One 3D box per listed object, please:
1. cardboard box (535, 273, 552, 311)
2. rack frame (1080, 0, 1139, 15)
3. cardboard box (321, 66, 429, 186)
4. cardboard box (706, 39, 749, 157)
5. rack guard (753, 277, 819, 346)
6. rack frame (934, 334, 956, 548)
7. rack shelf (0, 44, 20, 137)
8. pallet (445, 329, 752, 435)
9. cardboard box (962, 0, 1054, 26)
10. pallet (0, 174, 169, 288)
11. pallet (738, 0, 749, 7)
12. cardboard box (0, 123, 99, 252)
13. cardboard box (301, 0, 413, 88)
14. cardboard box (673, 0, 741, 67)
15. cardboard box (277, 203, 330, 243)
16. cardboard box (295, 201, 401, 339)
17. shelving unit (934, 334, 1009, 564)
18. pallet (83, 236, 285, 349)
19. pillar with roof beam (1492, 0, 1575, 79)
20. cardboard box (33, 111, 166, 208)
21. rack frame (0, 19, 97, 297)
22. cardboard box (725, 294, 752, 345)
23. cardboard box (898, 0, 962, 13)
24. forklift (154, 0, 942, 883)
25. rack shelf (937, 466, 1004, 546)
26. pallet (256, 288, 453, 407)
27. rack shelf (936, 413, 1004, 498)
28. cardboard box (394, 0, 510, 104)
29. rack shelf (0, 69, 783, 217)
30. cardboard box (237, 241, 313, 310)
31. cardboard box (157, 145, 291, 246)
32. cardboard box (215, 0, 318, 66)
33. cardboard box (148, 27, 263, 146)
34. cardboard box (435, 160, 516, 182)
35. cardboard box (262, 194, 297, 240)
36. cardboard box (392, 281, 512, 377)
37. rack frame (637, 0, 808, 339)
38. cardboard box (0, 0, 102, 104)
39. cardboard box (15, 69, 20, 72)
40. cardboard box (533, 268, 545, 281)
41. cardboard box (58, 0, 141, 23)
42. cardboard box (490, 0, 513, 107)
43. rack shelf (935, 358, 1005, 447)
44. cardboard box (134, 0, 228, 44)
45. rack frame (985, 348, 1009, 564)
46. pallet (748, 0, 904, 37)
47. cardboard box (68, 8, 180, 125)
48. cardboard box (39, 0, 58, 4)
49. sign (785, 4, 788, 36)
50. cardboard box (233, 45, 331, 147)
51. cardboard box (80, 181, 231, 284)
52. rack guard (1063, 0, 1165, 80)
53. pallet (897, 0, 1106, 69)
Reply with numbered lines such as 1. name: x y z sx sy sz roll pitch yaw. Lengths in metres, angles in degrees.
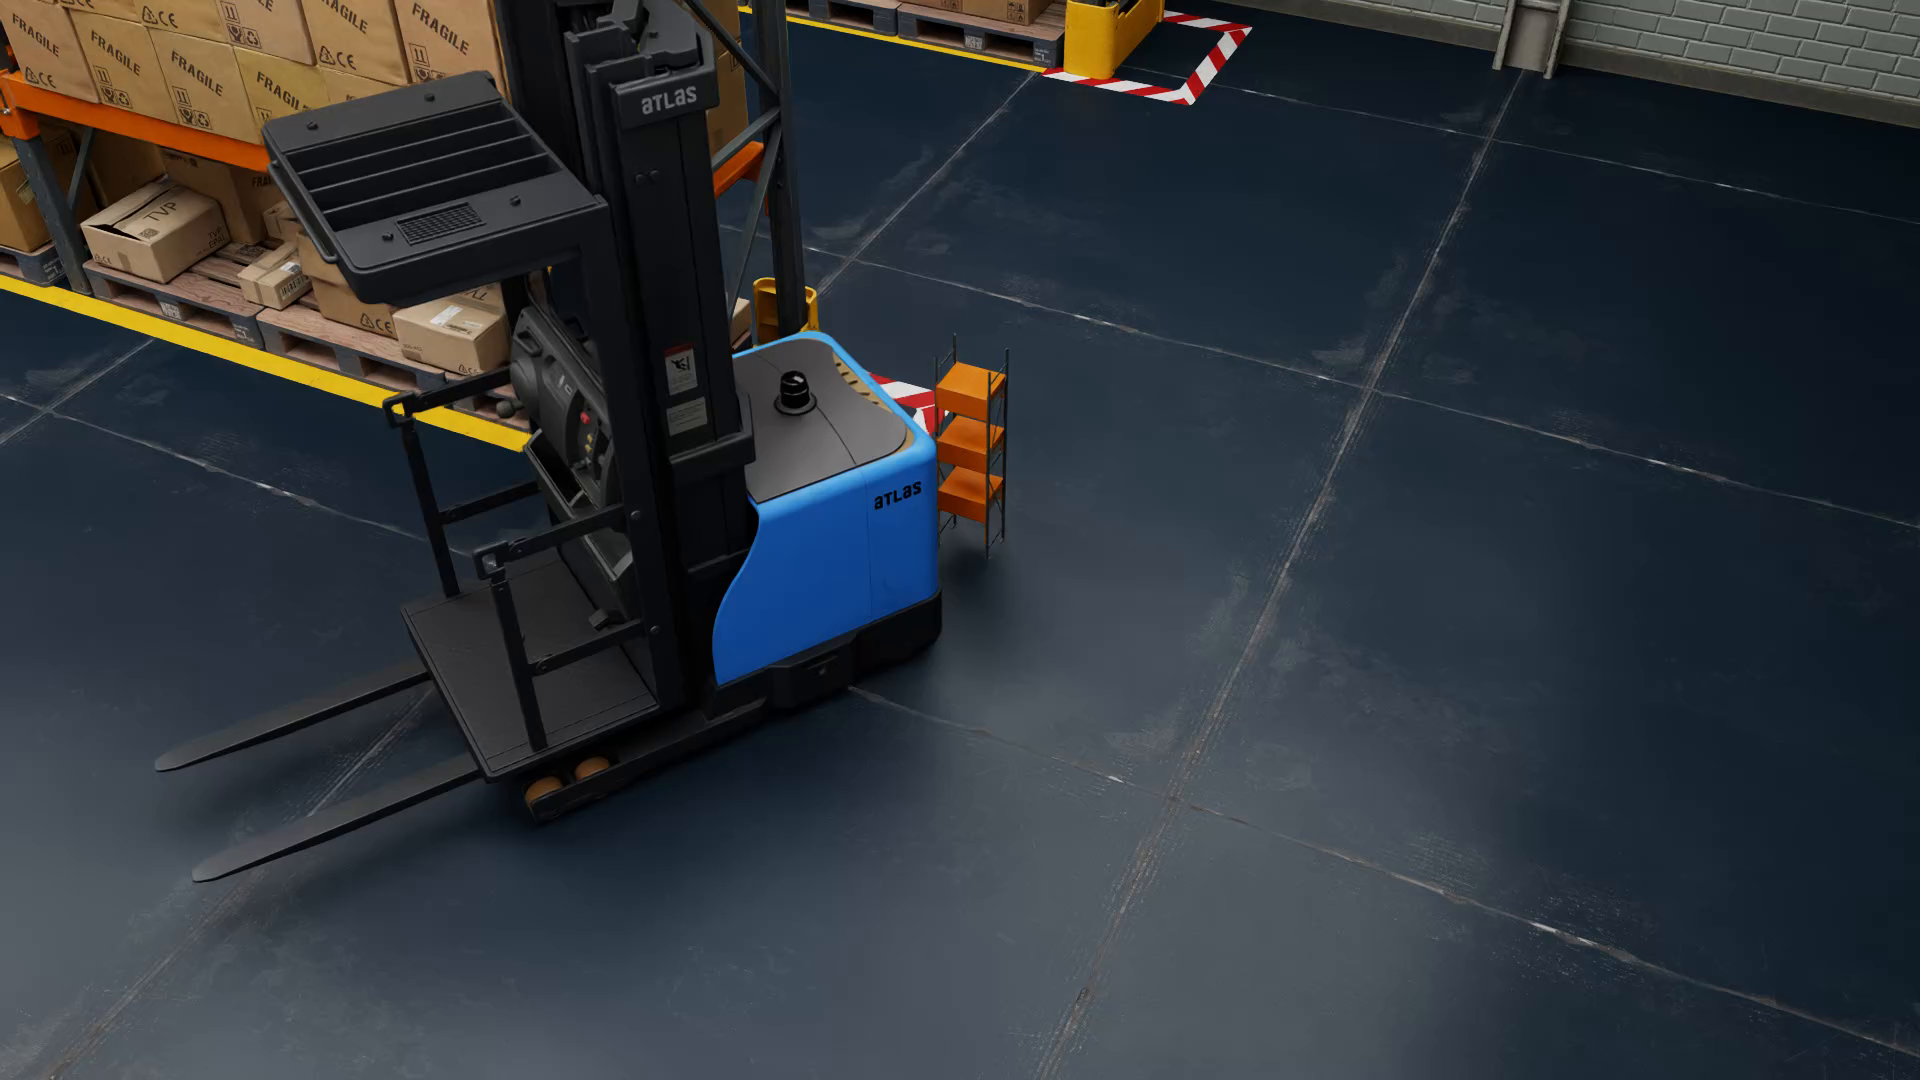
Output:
1. cardboard box: -1.854 -1.266 8.568 0.500 0.250 0.500 17 44 19
2. rack frame: 1.063 -4.622 10.677 0.127 3.000 1.000 17 44 19
3. cardboard box: -2.470 -1.964 7.534 0.500 0.500 0.500 17 44 19
4. cardboard box: -1.318 -1.998 7.573 0.500 0.500 0.500 18 44 20
5. rack guard: -1.097 -0.758 8.126 0.348 0.500 1.175 17 44 19
6. rack frame: -0.062 -0.416 7.312 0.008 1.050 0.200 17 44 19
7. rack shelf: -6.465 -3.071 9.436 4.000 0.370 1.077 17 44 19
8. pallet: -1.819 -0.869 8.475 1.213 0.211 1.003 17 44 19
9. cardboard box: 0.387 -3.971 11.513 0.500 0.500 0.700 17 44 19
10. pallet: -5.406 -1.938 9.709 1.213 0.211 1.003 17 44 19
11. pallet: -1.906 -4.419 12.572 1.213 0.211 1.003 17 44 19
12. cardboard box: -5.221 -1.977 9.197 0.500 0.500 0.500 17 44 18
13. cardboard box: -2.477 -2.337 7.200 0.500 0.500 0.500 18 44 20
14. cardboard box: -1.318 -2.376 7.245 0.500 0.500 0.500 18 44 20
15. cardboard box: -3.337 -1.742 9.070 0.500 0.311 0.500 17 44 19
16. cardboard box: -2.948 -1.495 8.638 0.637 0.503 0.797 17 44 19
17. shelving unit: 0.048 -0.382 7.273 0.252 1.050 0.215 17 44 19
18. pallet: -4.031 -1.544 9.255 1.213 0.211 1.003 17 44 19
19. pillar with roof beam: 2.056 -4.100 5.494 0.400 9.000 9.100 17 44 19
20. cardboard box: -4.988 -2.289 9.557 0.500 0.500 0.500 15 43 17
21. rack frame: -4.653 -2.789 8.561 0.127 3.000 1.000 17 44 19
22. cardboard box: -1.262 -1.090 8.442 0.250 0.149 0.380 17 44 19
23. cardboard box: -0.067 -4.110 11.673 0.500 0.500 0.700 17 44 19
24. forklift: -1.601 -0.430 5.892 3.031 2.935 1.130 -22 46 -23
25. rack shelf: 0.048 -0.164 7.462 0.240 0.259 0.215 17 44 19
26. pallet: -2.921 -1.207 8.866 1.213 0.211 1.003 17 44 19
27. rack shelf: 0.048 -0.374 7.280 0.240 0.259 0.215 17 44 19
28. cardboard box: -2.005 -2.196 7.038 0.500 0.500 0.500 18 44 20
29. rack shelf: -2.840 -1.963 8.158 4.000 0.370 1.077 17 44 19
30. cardboard box: -3.576 -1.406 8.793 0.250 0.166 0.380 17 44 19
31. cardboard box: -4.016 -2.021 9.248 0.500 0.500 0.500 17 44 19
32. cardboard box: -2.943 -2.479 7.364 0.500 0.500 0.500 18 44 20
33. cardboard box: -3.388 -2.244 7.856 0.500 0.500 0.500 17 44 18
34. cardboard box: -2.020 -1.823 7.371 0.500 0.500 0.500 17 44 19
35. cardboard box: -3.651 -1.820 9.284 0.250 0.149 0.380 17 44 19
36. cardboard box: -2.473 -1.094 8.369 0.500 0.250 0.500 17 44 19
37. rack frame: -1.028 -1.681 7.283 0.127 3.000 1.000 17 44 19
38. cardboard box: -4.306 -2.524 8.179 0.500 0.500 0.500 18 44 20
39. cardboard box: -5.476 -2.430 9.720 0.500 0.500 0.500 18 44 19
40. cardboard box: -2.307 -1.404 8.727 0.500 0.250 0.500 17 44 19
41. cardboard box: -3.877 -2.764 7.693 0.500 0.500 0.500 16 43 17
42. cardboard box: -1.547 -2.057 6.877 0.500 0.500 0.500 17 44 18
43. rack shelf: 0.048 -0.588 7.094 0.240 0.259 0.215 17 44 19
44. cardboard box: -3.411 -2.622 7.529 0.500 0.500 0.500 16 43 17
45. rack frame: 0.159 -0.348 7.234 0.008 1.050 0.200 17 44 19
46. pallet: -0.796 -4.082 12.183 1.213 0.211 1.003 17 44 19
47. cardboard box: -3.841 -2.384 8.018 0.500 0.500 0.500 18 44 19
48. cardboard box: -4.345 -2.907 7.858 0.500 0.500 0.500 18 44 20
49. sign: -0.798 -2.330 7.371 0.005 0.325 0.100 17 44 19
50. cardboard box: -2.927 -2.104 7.695 0.500 0.500 0.500 16 44 18
51. cardboard box: -4.364 -1.694 9.016 0.500 0.311 0.500 17 44 19
52. rack guard: 1.085 -3.671 11.488 0.348 0.500 1.175 17 44 19
53. pallet: 0.306 -3.744 11.792 1.213 0.211 1.003 17 44 19
